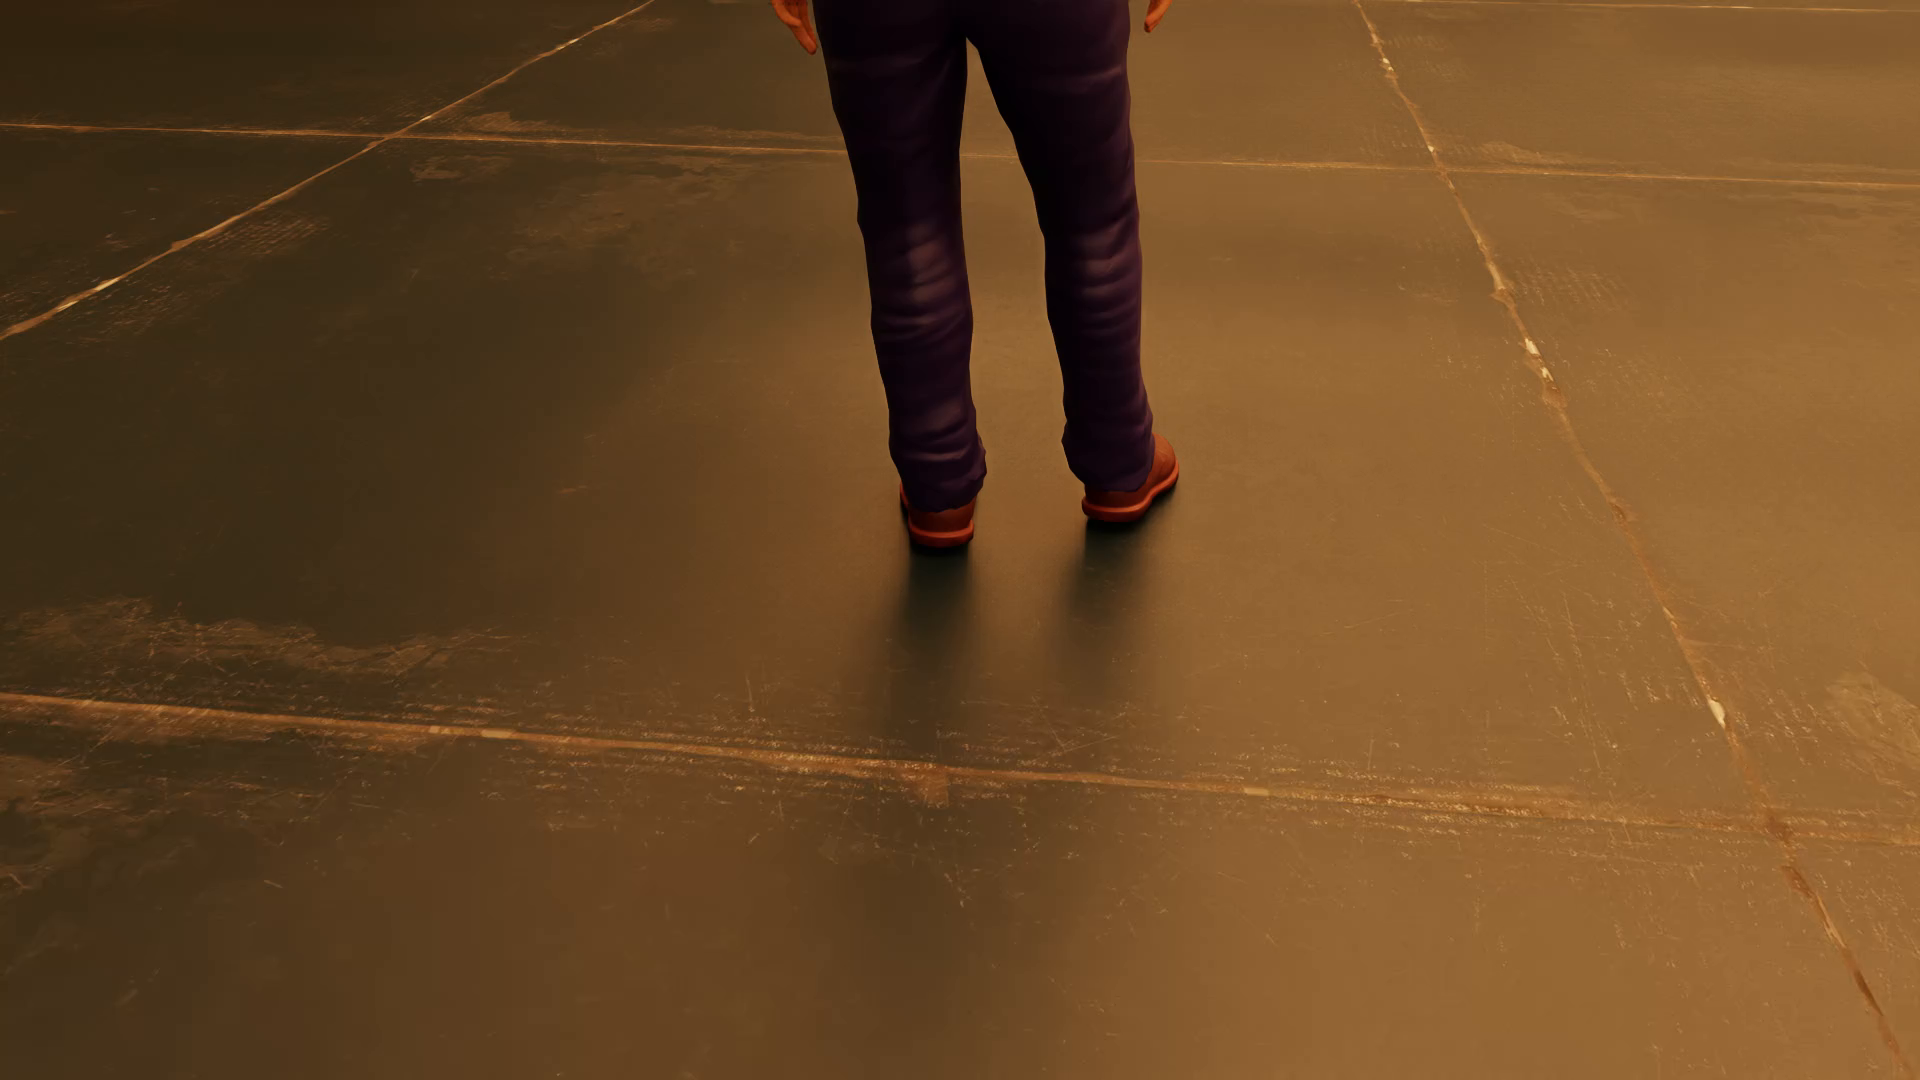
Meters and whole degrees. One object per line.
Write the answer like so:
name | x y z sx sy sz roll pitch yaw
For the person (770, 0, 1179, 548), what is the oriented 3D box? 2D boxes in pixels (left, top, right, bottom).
person | 0.034 -0.782 2.205 0.599 1.650 0.503 3 27 7
